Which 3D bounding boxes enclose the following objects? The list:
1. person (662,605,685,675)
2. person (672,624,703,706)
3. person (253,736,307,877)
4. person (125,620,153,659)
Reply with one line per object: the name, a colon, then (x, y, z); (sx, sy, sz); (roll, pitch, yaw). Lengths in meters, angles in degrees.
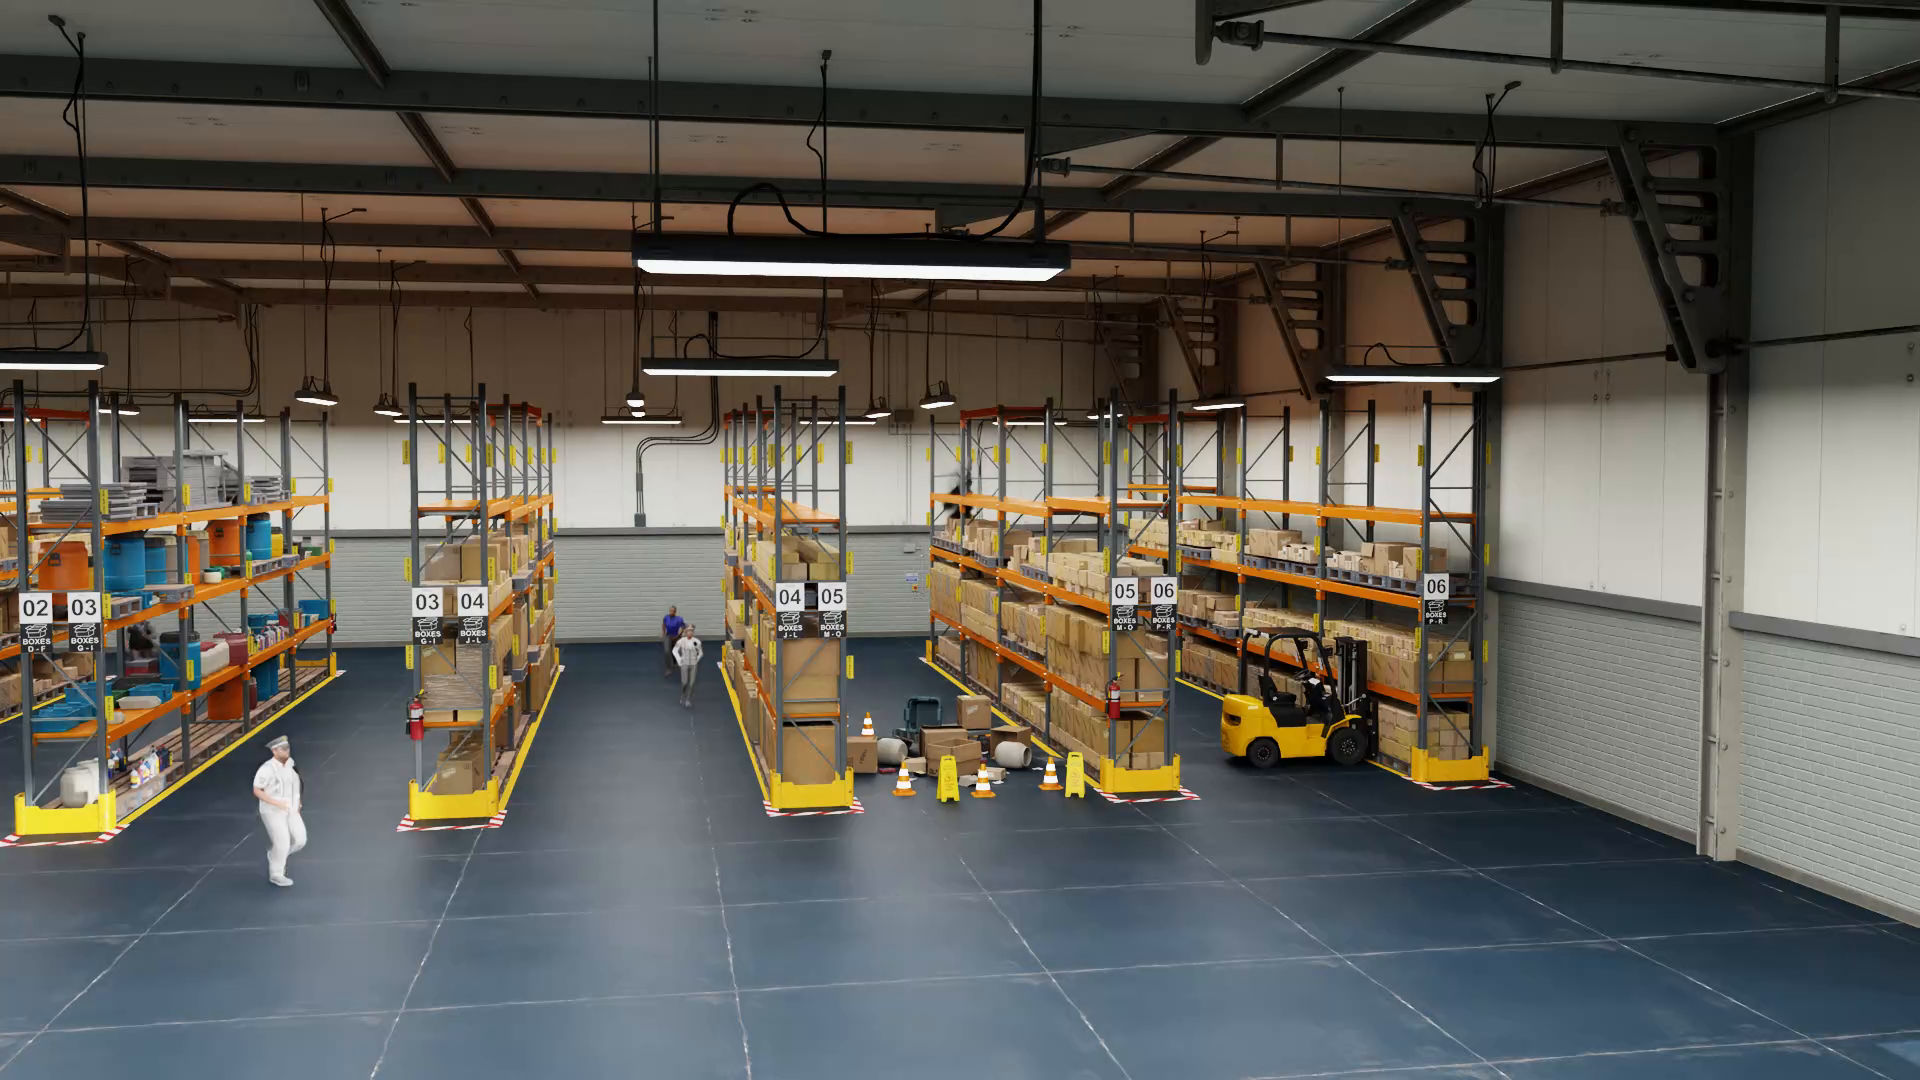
person: (-6.576, 2.283, 38.335); (0.547, 1.612, 0.895); (0, 3, 3)
person: (-5.392, 2.491, 33.044); (0.589, 1.648, 0.518); (-1, 3, -19)
person: (-7.916, 3.109, 19.400); (0.535, 1.658, 0.673); (1, 3, 20)
person: (-17.322, 2.328, 35.095); (0.523, 1.558, 0.807); (-1, 3, -24)
